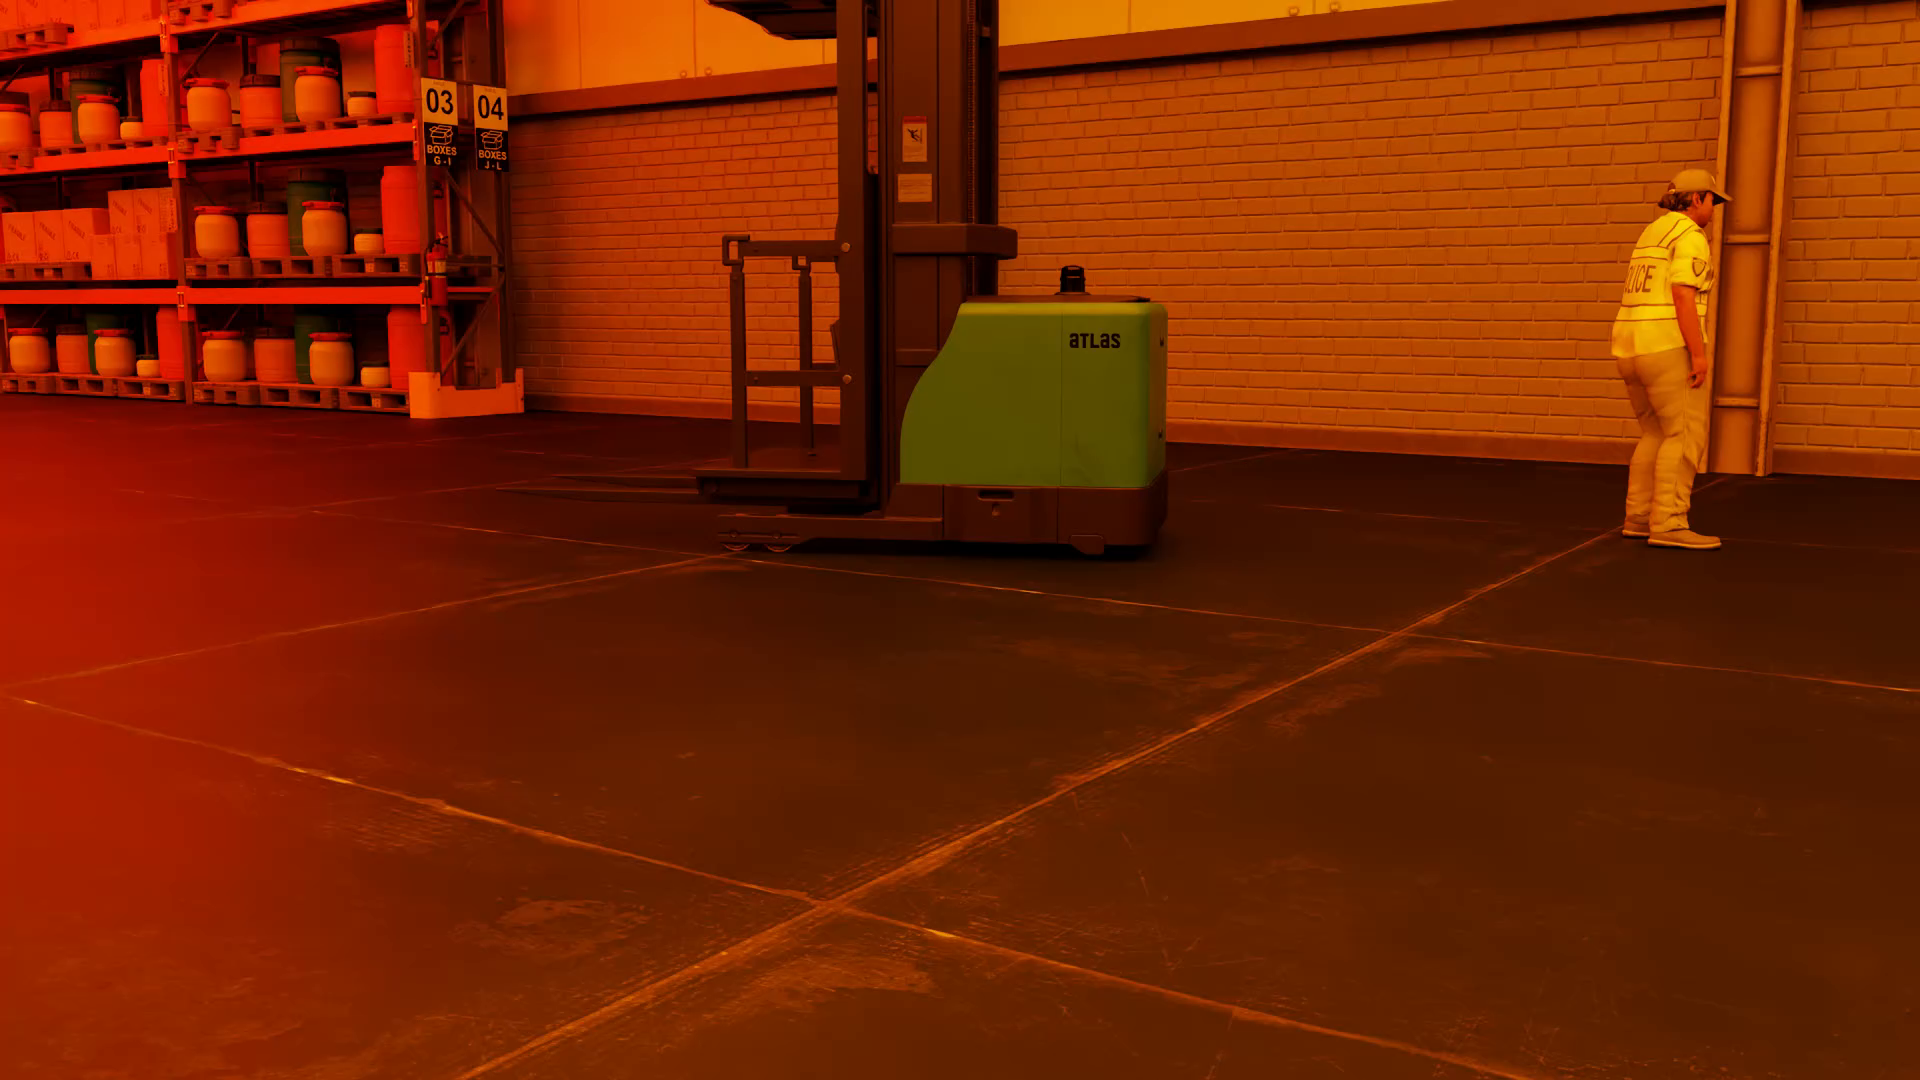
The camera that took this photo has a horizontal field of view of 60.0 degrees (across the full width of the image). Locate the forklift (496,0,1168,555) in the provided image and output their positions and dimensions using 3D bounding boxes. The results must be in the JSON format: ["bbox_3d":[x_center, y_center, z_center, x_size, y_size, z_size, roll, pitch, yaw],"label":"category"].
[{"bbox_3d":[-0.596,-1.469,7.520,3.031,2.935,1.130,2,8,12],"label":"forklift"}]

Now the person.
[{"bbox_3d":[3.192,-0.816,7.439,0.468,1.665,0.558,0,8,-1],"label":"person"}]
